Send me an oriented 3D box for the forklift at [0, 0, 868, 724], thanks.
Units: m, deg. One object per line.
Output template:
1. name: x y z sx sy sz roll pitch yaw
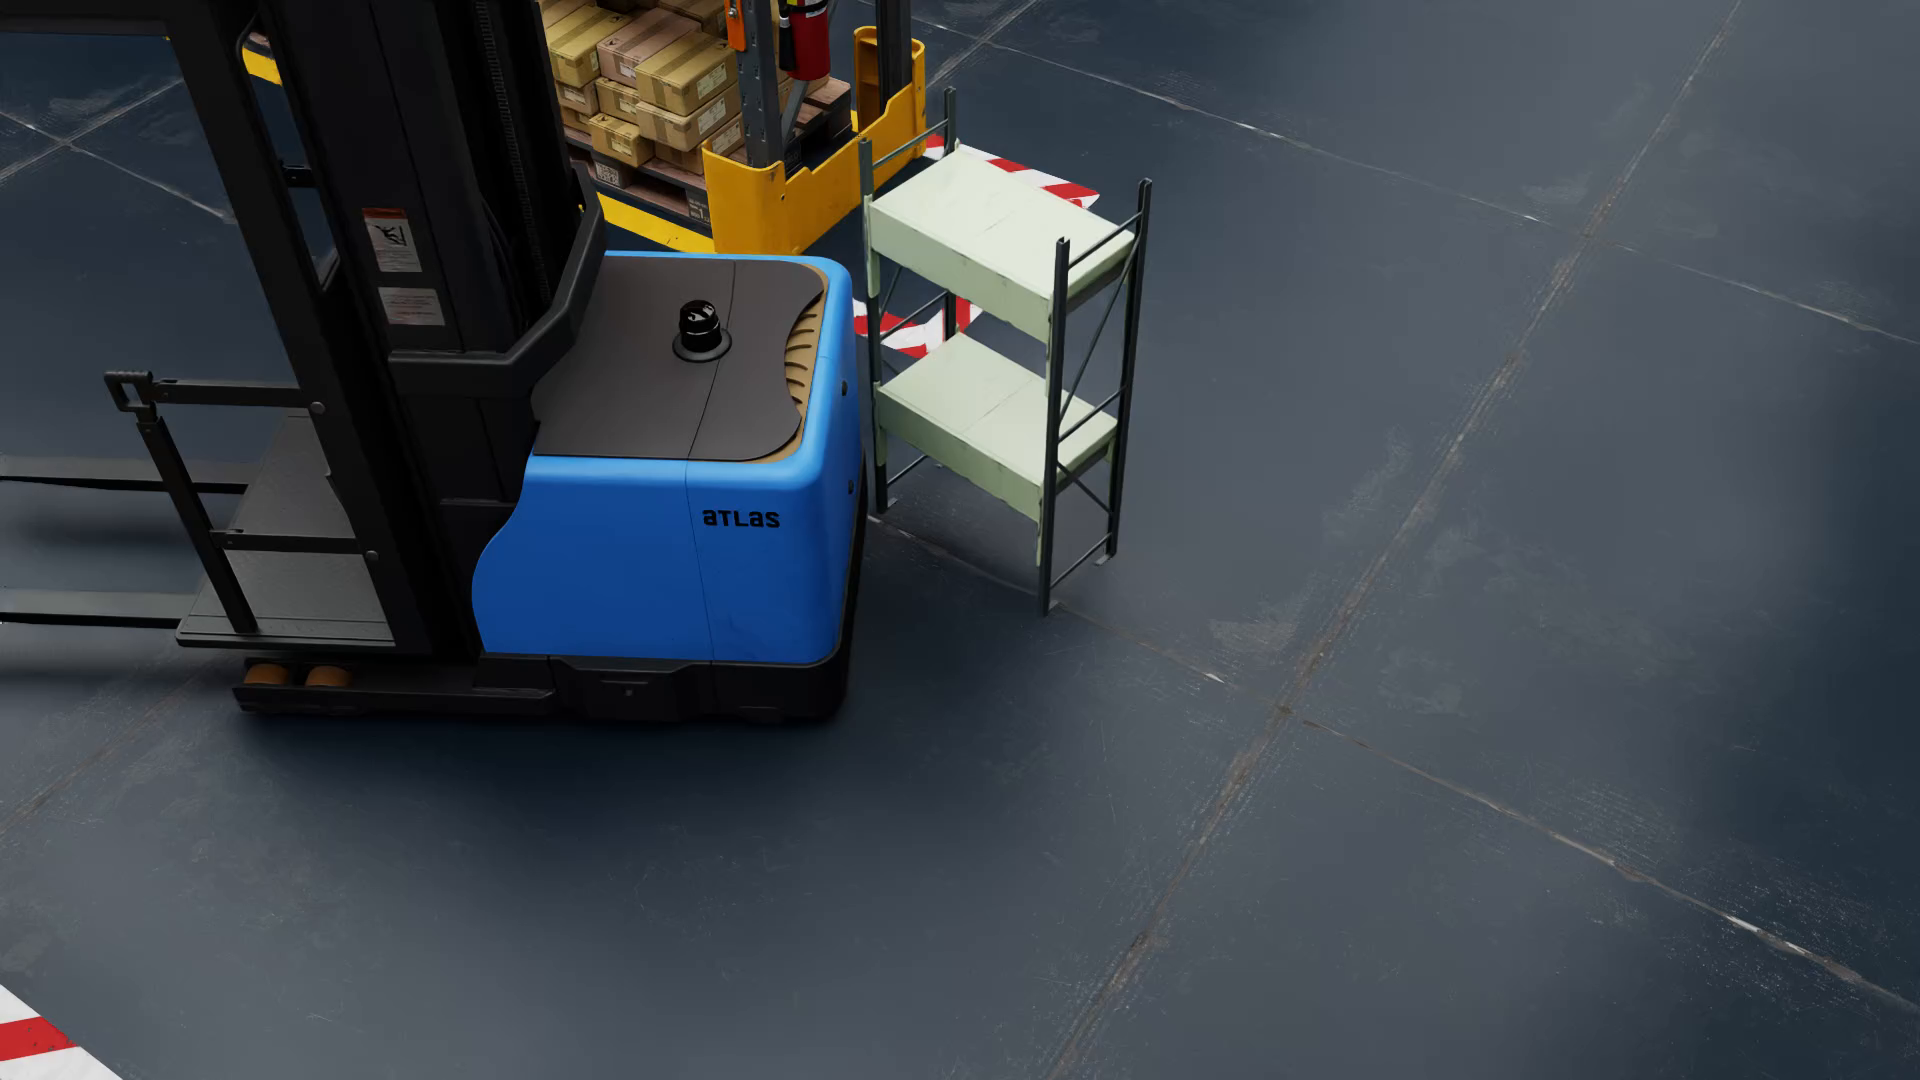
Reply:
1. forklift: -1.852 -0.849 4.531 3.031 2.935 1.130 2 46 2

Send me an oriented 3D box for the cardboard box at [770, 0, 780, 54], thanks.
1. cardboard box: -0.780 -2.267 7.142 0.250 0.149 0.380 23 50 20

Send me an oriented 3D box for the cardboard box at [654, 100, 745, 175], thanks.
1. cardboard box: -1.078 -1.730 7.034 0.250 0.149 0.380 26 51 23

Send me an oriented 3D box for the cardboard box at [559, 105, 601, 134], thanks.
1. cardboard box: -1.525 -1.923 7.222 0.250 0.149 0.380 24 51 22

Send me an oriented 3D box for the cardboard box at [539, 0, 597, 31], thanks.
1. cardboard box: -1.756 -2.205 7.082 0.250 0.149 0.380 23 50 21

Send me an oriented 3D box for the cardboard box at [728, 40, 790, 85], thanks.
1. cardboard box: -0.825 -2.113 7.200 0.250 0.149 0.380 27 52 24

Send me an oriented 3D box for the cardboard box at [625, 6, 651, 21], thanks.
1. cardboard box: -1.279 -2.295 7.376 0.250 0.149 0.380 25 51 23

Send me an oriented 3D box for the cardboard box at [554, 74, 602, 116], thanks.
1. cardboard box: -1.559 -1.988 7.078 0.250 0.149 0.380 23 50 21

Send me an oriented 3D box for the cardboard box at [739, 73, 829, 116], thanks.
1. cardboard box: -0.791 -2.048 7.344 0.250 0.149 0.380 26 51 23

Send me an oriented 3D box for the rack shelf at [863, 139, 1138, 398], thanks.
1. rack shelf: 0.122 -0.822 4.959 0.720 0.370 0.431 32 54 28

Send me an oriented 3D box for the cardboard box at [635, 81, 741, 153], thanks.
1. cardboard box: -1.121 -1.788 6.883 0.250 0.149 0.380 23 50 21

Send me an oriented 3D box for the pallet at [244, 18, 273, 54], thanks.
1. pallet: -3.305 -2.837 8.360 1.213 0.211 1.003 25 51 22

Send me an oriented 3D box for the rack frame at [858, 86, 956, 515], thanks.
1. rack frame: -0.152 -0.724 5.408 0.023 1.500 0.400 32 54 28

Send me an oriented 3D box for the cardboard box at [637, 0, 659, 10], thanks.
1. cardboard box: -1.220 -2.476 7.345 0.250 0.149 0.380 25 51 22

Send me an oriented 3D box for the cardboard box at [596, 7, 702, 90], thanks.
1. cardboard box: -1.286 -2.043 6.924 0.250 0.149 0.380 26 51 23

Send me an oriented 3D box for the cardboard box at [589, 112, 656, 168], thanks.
1. cardboard box: -1.349 -1.768 7.072 0.250 0.149 0.380 26 51 23

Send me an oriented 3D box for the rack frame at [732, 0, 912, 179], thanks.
1. rack frame: -0.523 -2.499 6.087 0.127 3.000 1.000 25 51 22

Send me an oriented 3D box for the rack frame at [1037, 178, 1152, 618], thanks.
1. rack frame: 0.396 -0.376 5.069 0.023 1.500 0.400 32 54 28

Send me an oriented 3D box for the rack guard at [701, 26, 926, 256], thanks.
1. rack guard: -0.587 -1.657 7.012 0.348 0.500 1.175 25 51 22

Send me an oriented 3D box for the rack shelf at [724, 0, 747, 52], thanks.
1. rack shelf: -2.206 -3.023 7.097 4.000 0.370 1.077 25 51 22

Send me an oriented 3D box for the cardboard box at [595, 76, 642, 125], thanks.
1. cardboard box: -1.312 -1.921 7.013 0.250 0.149 0.380 24 50 21

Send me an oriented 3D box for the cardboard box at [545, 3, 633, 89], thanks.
1. cardboard box: -1.572 -2.067 6.947 0.250 0.149 0.380 24 50 21

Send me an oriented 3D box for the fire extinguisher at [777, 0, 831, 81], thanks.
1. fire extinguisher: -0.560 -1.966 5.883 0.183 0.674 0.296 25 51 22

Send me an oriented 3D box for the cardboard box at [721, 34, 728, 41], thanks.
1. cardboard box: -1.025 -2.253 7.336 0.250 0.149 0.380 24 51 22

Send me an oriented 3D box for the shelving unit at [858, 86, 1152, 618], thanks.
1. shelving unit: 0.122 -0.550 5.238 0.755 1.500 0.431 32 54 28

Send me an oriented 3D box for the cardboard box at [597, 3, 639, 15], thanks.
1. cardboard box: -1.436 -2.460 7.536 0.250 0.149 0.380 26 51 23

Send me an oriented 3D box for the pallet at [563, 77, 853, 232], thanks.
1. pallet: -1.251 -1.893 7.442 1.213 0.211 1.003 25 51 22

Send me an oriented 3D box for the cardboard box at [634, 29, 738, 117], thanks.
1. cardboard box: -1.105 -1.911 6.796 0.250 0.149 0.380 25 51 23

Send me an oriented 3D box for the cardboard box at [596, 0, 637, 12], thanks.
1. cardboard box: -1.474 -2.522 7.390 0.250 0.149 0.380 22 50 20

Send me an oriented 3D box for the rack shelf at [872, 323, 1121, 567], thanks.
1. rack shelf: 0.122 -0.323 5.472 0.720 0.370 0.431 32 54 28

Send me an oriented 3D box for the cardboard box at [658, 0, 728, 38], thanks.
1. cardboard box: -1.077 -2.301 7.175 0.250 0.149 0.380 26 51 23
